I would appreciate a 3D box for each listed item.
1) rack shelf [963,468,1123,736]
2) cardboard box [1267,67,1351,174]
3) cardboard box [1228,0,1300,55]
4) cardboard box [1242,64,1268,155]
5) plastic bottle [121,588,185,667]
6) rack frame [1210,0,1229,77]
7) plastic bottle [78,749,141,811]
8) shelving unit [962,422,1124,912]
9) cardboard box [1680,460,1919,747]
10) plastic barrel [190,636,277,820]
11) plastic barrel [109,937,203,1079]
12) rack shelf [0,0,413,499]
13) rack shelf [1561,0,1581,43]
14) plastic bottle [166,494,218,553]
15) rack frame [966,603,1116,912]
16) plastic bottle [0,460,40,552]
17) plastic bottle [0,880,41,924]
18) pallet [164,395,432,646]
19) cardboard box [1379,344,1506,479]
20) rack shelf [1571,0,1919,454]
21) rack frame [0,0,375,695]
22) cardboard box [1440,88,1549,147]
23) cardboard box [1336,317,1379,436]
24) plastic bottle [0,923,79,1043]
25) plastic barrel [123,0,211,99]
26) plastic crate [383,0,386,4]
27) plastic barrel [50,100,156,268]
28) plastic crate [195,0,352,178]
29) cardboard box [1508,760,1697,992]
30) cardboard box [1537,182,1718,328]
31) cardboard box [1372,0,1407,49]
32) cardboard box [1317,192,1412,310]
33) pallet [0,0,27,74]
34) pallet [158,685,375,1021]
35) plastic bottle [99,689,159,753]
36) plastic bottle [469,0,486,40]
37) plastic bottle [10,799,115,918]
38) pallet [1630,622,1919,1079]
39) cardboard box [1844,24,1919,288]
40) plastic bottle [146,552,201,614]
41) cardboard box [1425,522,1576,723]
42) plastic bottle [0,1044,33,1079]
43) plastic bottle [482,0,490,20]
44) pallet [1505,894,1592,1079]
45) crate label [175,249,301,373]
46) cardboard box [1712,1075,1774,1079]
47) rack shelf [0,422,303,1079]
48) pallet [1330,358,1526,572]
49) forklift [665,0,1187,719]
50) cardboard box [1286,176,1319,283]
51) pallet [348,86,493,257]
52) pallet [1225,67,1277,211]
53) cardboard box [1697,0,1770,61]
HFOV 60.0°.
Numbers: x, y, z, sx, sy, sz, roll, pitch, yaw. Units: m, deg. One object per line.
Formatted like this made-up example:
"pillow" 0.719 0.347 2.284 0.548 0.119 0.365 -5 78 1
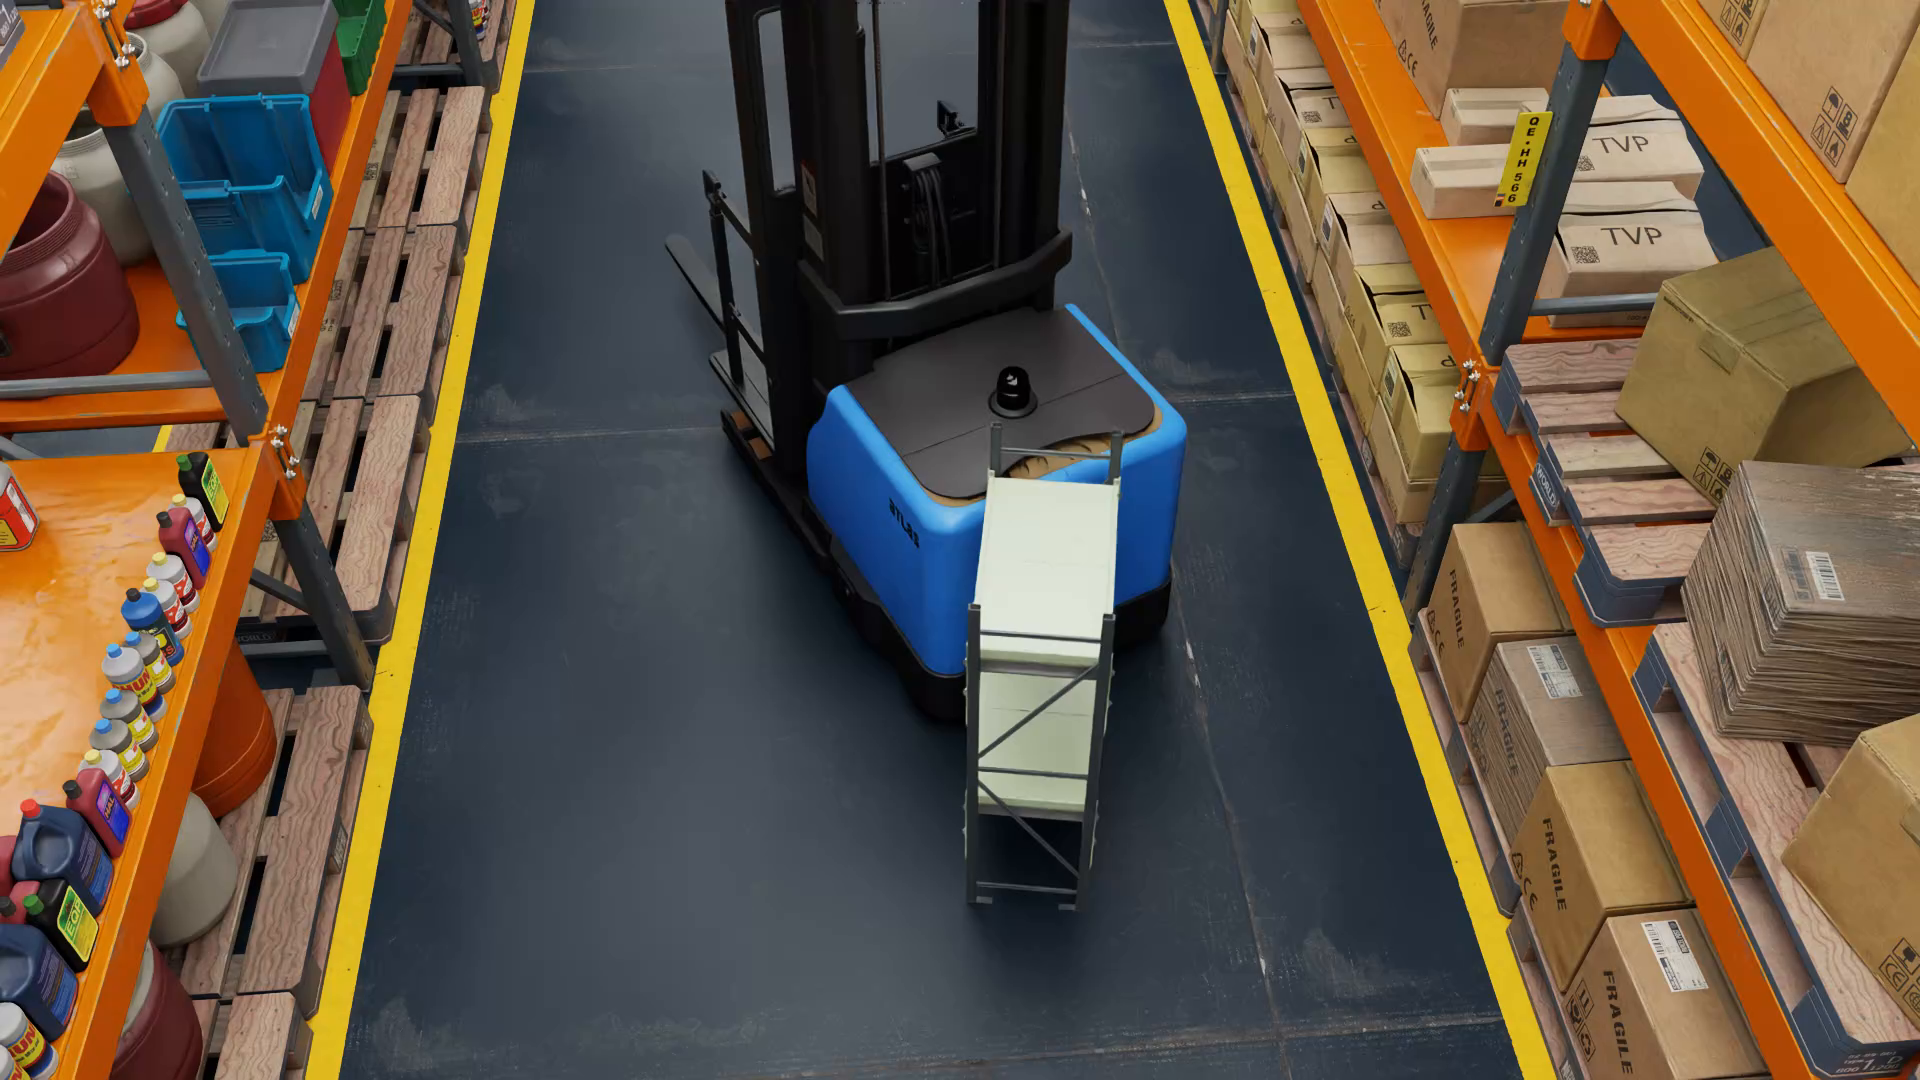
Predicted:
"rack shelf" 0.257 0.177 5.012 0.431 0.370 0.720 4 47 4
"cardboard box" 1.764 -2.005 7.801 0.500 0.311 0.500 -5 47 -5
"cardboard box" 1.683 -2.741 8.499 0.500 0.311 0.500 -3 47 -3
"cardboard box" 1.725 -2.186 8.359 0.500 0.250 0.500 -2 47 -2
"plastic bottle" -2.219 0.232 4.553 0.097 0.271 0.097 0 47 0
"rack frame" 1.896 -3.664 8.154 1.000 3.000 0.127 -3 47 -3
"plastic bottle" -2.178 0.608 4.245 0.097 0.201 0.097 0 47 0
"shelving unit" 0.257 0.445 5.296 0.431 1.500 0.755 4 47 4
"cardboard box" 2.282 0.174 4.162 0.700 0.500 0.500 4 47 4
"plastic barrel" -2.647 0.483 5.432 0.600 0.830 0.708 -3 47 -3
"plastic barrel" -2.553 1.383 4.746 0.600 0.588 0.708 -3 47 -3
"rack shelf" -2.873 -1.671 6.762 1.077 0.370 4.000 -3 47 -3
"rack shelf" 2.064 -3.001 5.956 1.077 0.370 4.000 -3 47 -3
"plastic bottle" -2.255 -0.052 4.870 0.097 0.201 0.097 0 47 0
"rack frame" 0.221 0.709 5.045 0.400 1.500 0.023 4 47 4
"plastic bottle" -2.840 -0.105 4.869 0.152 0.276 0.135 -3 47 -3
"plastic bottle" -2.185 0.896 3.916 0.061 0.283 0.133 -3 47 -3
"pallet" -2.731 -0.075 6.676 1.003 0.211 1.213 -3 47 -3
"cardboard box" 1.942 -0.526 6.400 0.500 0.311 0.500 -2 47 -2
"rack shelf" 2.399 -0.107 3.215 1.077 0.370 4.000 -3 47 -3
"rack frame" -2.705 -0.471 5.131 1.000 3.000 0.127 -3 47 -3
"cardboard box" 2.068 -1.603 6.375 0.380 0.149 0.250 0 47 0
"cardboard box" 1.897 -0.707 6.958 0.500 0.250 0.500 -4 47 -4
"plastic bottle" -2.152 0.987 3.783 0.144 0.351 0.185 -3 47 -3
"plastic barrel" -3.081 -1.863 6.355 0.433 0.535 0.433 0 47 0
"plastic crate" -2.638 -2.581 7.139 0.392 0.384 0.575 -3 47 -3
"plastic barrel" -3.004 -1.241 5.783 0.421 0.512 0.421 0 47 0
"plastic crate" -2.536 -1.681 6.232 0.402 0.464 0.583 -3 47 -3
"cardboard box" 2.071 1.027 5.130 0.500 0.500 0.500 -4 47 -4
"cardboard box" 2.244 -1.005 5.697 0.500 0.311 0.500 -1 47 -1
"cardboard box" 2.030 -2.398 6.886 0.500 0.500 0.500 -3 47 -3
"cardboard box" 1.852 -1.267 7.102 0.500 0.311 0.500 -4 47 -4
"pallet" -2.739 -0.879 3.580 1.003 0.211 1.213 -3 47 -3
"pallet" -2.598 1.055 5.605 1.003 0.211 1.213 -3 47 -3
"plastic bottle" -2.195 0.467 4.378 0.097 0.201 0.097 0 47 0
"plastic bottle" -2.630 -2.836 8.946 0.097 0.271 0.097 0 47 0
"plastic bottle" -2.179 0.757 4.001 0.144 0.351 0.185 -3 47 -3
"pallet" 2.398 0.703 4.151 1.003 0.211 1.213 -3 47 -3
"cardboard box" 2.387 -0.777 3.285 0.910 0.500 0.500 -3 47 -3
"plastic bottle" -2.235 0.115 4.712 0.097 0.201 0.097 0 47 0
"cardboard box" 1.984 0.285 5.833 0.500 0.500 0.500 -2 47 -2
"plastic bottle" -2.109 1.186 3.650 0.097 0.271 0.097 0 47 0
"plastic bottle" -2.647 -2.959 9.111 0.097 0.201 0.097 0 47 0
"pallet" 2.355 1.612 5.078 1.003 0.211 1.213 -3 47 -3
"crate label" -2.367 -0.741 5.502 0.303 0.233 0.416 -3 47 -3
"cardboard box" 2.164 1.772 4.425 0.500 0.500 0.500 -3 47 -3
"rack shelf" -2.538 1.223 4.021 1.077 0.370 4.000 -3 47 -3
"pallet" 2.201 -0.409 6.992 1.003 0.211 1.213 -3 47 -3
"forklift" -0.359 -1.426 6.082 1.130 2.935 3.031 -22 50 -19
"cardboard box" 1.812 -1.443 7.655 0.500 0.250 0.500 -3 47 -3
"pallet" -2.936 -1.841 8.348 1.003 0.211 1.213 -3 47 -3
"pallet" 1.997 -2.174 8.664 1.003 0.211 1.213 -3 47 -3
"cardboard box" 2.301 -1.522 3.991 0.910 0.500 0.500 -3 47 -3
